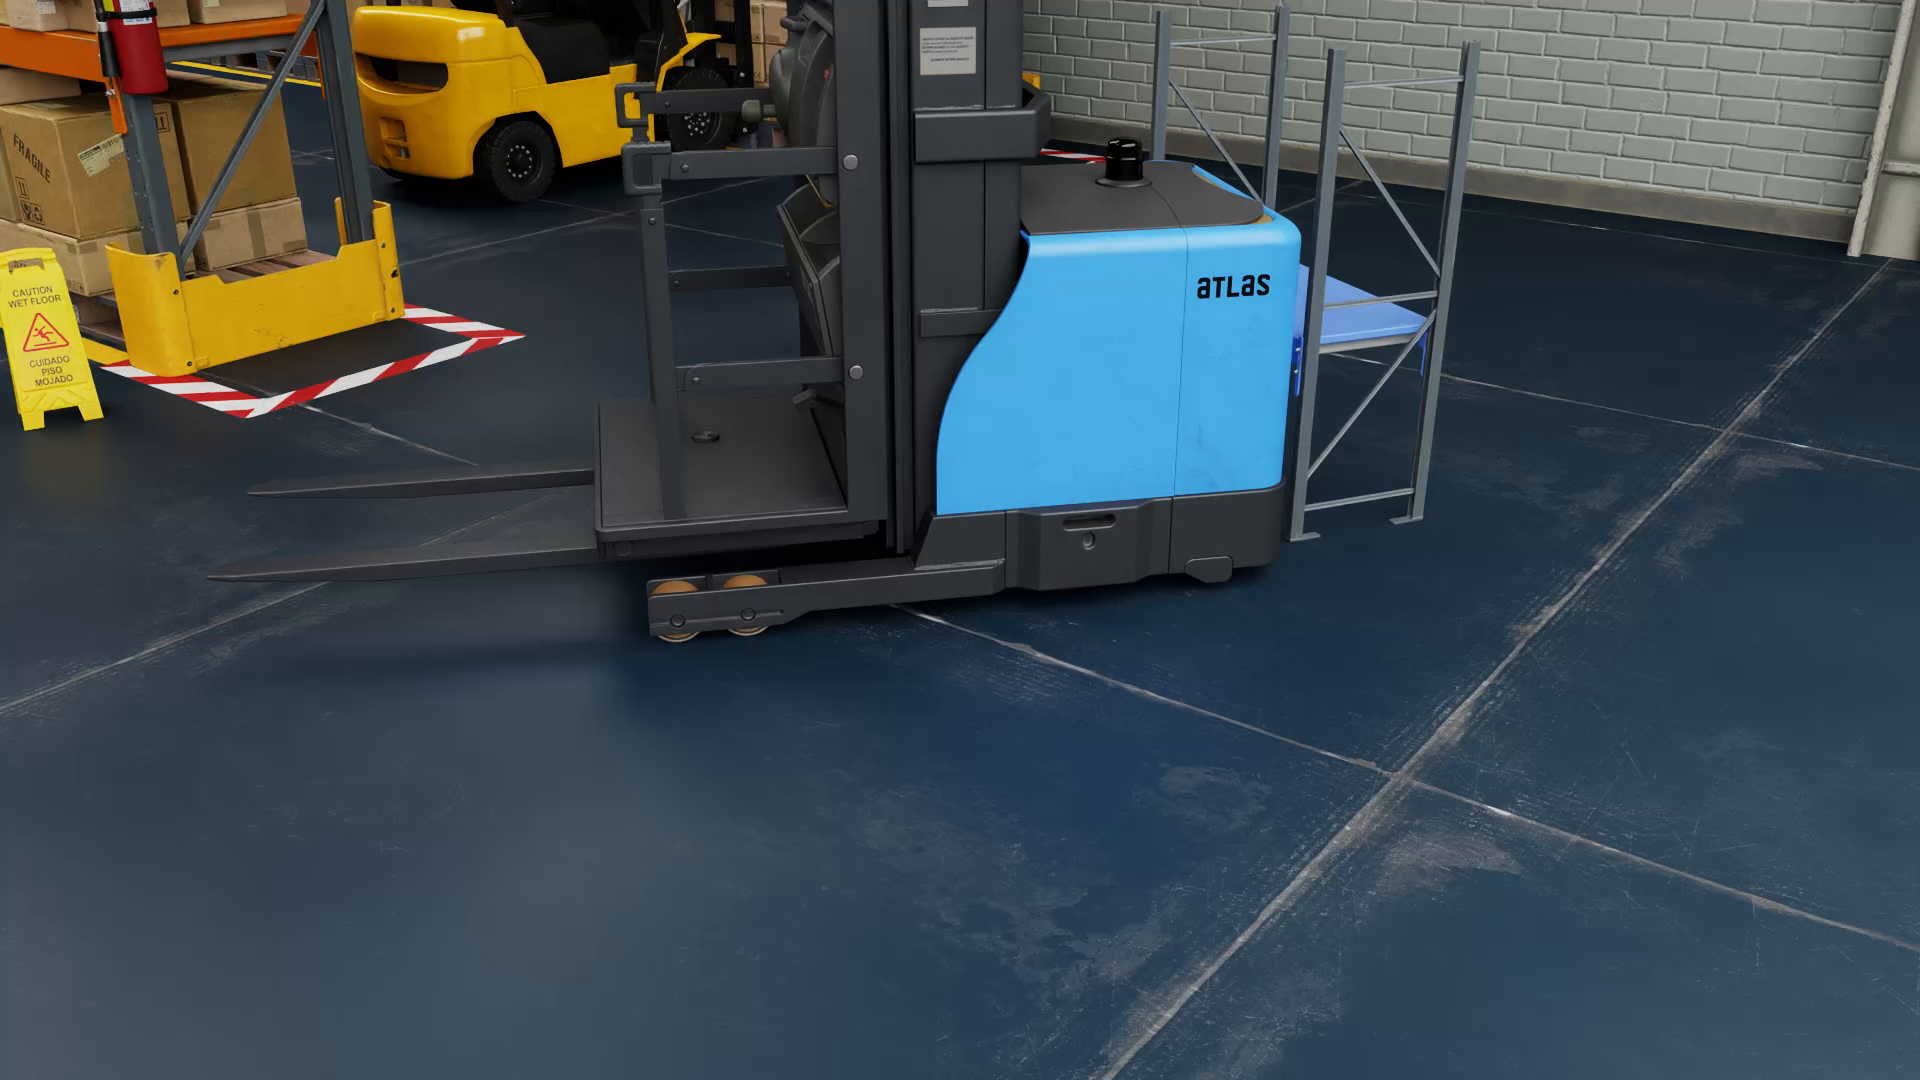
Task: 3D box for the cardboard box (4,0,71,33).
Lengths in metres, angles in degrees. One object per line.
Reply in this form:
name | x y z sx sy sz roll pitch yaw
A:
cardboard box | -3.625 -2.167 6.760 0.250 0.149 0.380 16 29 33

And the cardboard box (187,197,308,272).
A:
cardboard box | -3.408 -1.453 7.718 0.500 0.250 0.500 17 29 33

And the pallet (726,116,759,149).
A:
pallet | -1.564 -3.028 11.861 1.213 0.211 1.003 17 29 33

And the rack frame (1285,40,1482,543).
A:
rack frame | 1.266 -0.720 5.023 0.500 1.500 0.032 -9 25 -20

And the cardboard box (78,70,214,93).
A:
cardboard box | -3.849 -1.927 7.863 0.500 0.500 0.500 16 28 31

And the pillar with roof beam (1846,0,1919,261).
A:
pillar with roof beam | 2.248 -4.202 3.627 0.400 9.000 9.100 17 29 33

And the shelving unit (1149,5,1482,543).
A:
shelving unit | 1.076 -0.911 5.455 0.538 1.500 1.048 -9 25 -20

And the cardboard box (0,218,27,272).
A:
cardboard box | -4.147 -1.406 7.609 0.500 0.250 0.500 17 29 33

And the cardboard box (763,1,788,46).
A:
cardboard box | -0.922 -3.361 10.808 0.500 0.250 0.500 17 29 34

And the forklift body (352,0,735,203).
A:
forklift body | -2.566 -3.319 10.116 1.214 2.155 2.313 17 29 33

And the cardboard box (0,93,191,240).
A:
cardboard box | -3.726 -1.622 7.170 0.500 0.500 0.500 17 29 34

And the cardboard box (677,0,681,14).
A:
cardboard box | -1.733 -3.605 11.361 0.500 0.250 0.500 16 28 32

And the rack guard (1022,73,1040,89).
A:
rack guard | 0.065 -2.688 10.730 0.348 0.500 1.175 17 29 33

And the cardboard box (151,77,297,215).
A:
cardboard box | -3.428 -1.802 7.579 0.500 0.500 0.500 16 28 32

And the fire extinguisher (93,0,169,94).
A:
fire extinguisher | -3.113 -2.023 6.218 0.183 0.674 0.296 17 29 33

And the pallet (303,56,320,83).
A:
pallet | -4.749 -3.989 14.042 1.213 0.211 1.003 17 29 33

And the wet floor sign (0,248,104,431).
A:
wet floor sign | -3.418 -0.767 6.190 0.267 0.644 0.232 -15 28 -30

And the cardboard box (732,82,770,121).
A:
cardboard box | -1.307 -3.030 11.297 0.500 0.250 0.500 17 29 34

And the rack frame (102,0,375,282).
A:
rack frame | -2.929 -2.235 6.603 0.127 3.000 1.000 17 29 33

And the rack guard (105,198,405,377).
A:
rack guard | -2.989 -1.110 7.148 0.348 0.500 1.175 17 29 33

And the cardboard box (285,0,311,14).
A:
cardboard box | -5.338 -4.567 14.319 0.625 0.625 0.875 18 29 35

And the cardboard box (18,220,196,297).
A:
cardboard box | -3.756 -1.284 7.332 0.500 0.250 0.500 17 29 33

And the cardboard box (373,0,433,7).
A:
cardboard box | -4.196 -4.223 13.539 0.625 0.625 0.875 16 29 33

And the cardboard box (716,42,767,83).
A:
cardboard box | -1.352 -3.260 11.198 0.500 0.250 0.500 16 28 32

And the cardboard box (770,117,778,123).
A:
cardboard box | -0.912 -2.906 11.016 0.500 0.250 0.500 17 29 33

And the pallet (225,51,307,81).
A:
pallet | -5.721 -4.284 14.712 1.213 0.211 1.003 17 29 33

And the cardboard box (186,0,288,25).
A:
cardboard box | -3.076 -2.269 6.991 0.250 0.149 0.380 17 29 33

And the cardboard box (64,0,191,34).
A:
cardboard box | -3.356 -2.142 6.702 0.250 0.149 0.380 18 29 35

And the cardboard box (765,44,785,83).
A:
cardboard box | -0.926 -3.142 10.930 0.500 0.250 0.500 16 29 33

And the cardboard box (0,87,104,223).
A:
cardboard box | -4.146 -1.747 7.454 0.500 0.500 0.500 18 30 35

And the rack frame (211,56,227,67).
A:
rack frame | -6.356 -5.772 14.630 0.127 3.000 1.000 17 29 33

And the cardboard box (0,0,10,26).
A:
cardboard box | -3.818 -2.236 6.916 0.250 0.149 0.380 16 29 32

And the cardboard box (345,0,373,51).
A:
cardboard box | -4.799 -4.404 13.950 0.625 0.625 0.875 15 28 31

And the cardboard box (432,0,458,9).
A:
cardboard box | -3.580 -4.033 13.107 0.625 0.625 0.875 18 30 36

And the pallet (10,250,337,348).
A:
pallet | -3.618 -1.185 7.678 1.213 0.211 1.003 17 29 33

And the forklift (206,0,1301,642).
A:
forklift | -0.612 -1.290 4.544 3.031 2.935 1.130 -5 24 -11

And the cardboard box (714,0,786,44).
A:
cardboard box | -1.332 -3.480 11.078 0.500 0.250 0.500 17 29 34

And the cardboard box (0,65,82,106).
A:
cardboard box | -4.060 -1.986 7.192 0.250 0.149 0.380 18 29 35

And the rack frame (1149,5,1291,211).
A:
rack frame | 0.887 -1.101 5.887 0.500 1.500 0.032 -9 25 -20

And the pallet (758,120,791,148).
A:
pallet | -0.592 -2.733 11.191 1.213 0.211 1.003 17 29 33

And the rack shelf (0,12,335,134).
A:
rack shelf | -4.529 -2.390 7.845 4.000 0.370 1.077 17 29 33

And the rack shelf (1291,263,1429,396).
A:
rack shelf | 1.076 -0.746 5.528 0.538 0.185 1.000 -9 25 -20

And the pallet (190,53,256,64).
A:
pallet | -6.931 -4.689 15.630 1.213 0.211 1.003 17 29 33
